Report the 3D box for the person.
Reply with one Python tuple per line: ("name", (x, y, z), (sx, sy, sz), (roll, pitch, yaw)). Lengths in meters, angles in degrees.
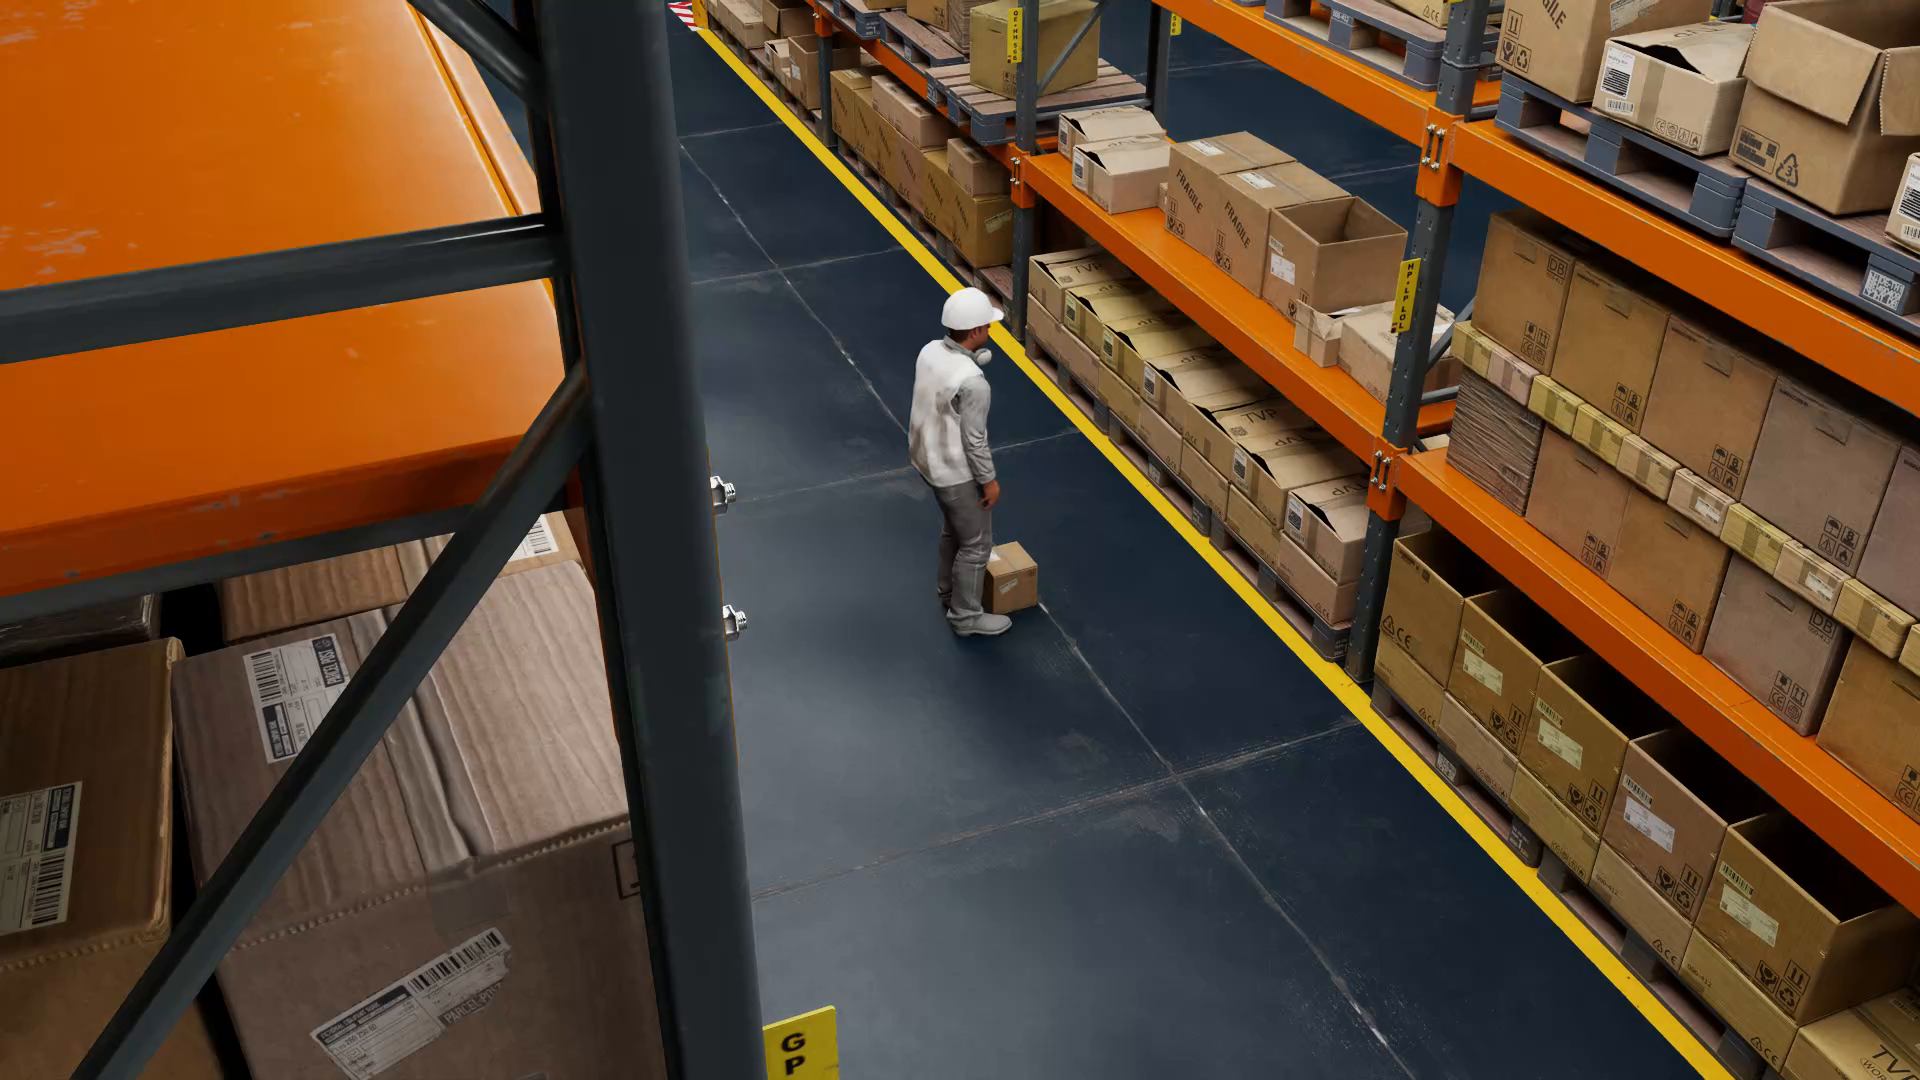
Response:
("person", (-0.002, -0.384, 8.088), (0.466, 1.773, 0.591), (-14, 36, -21))
